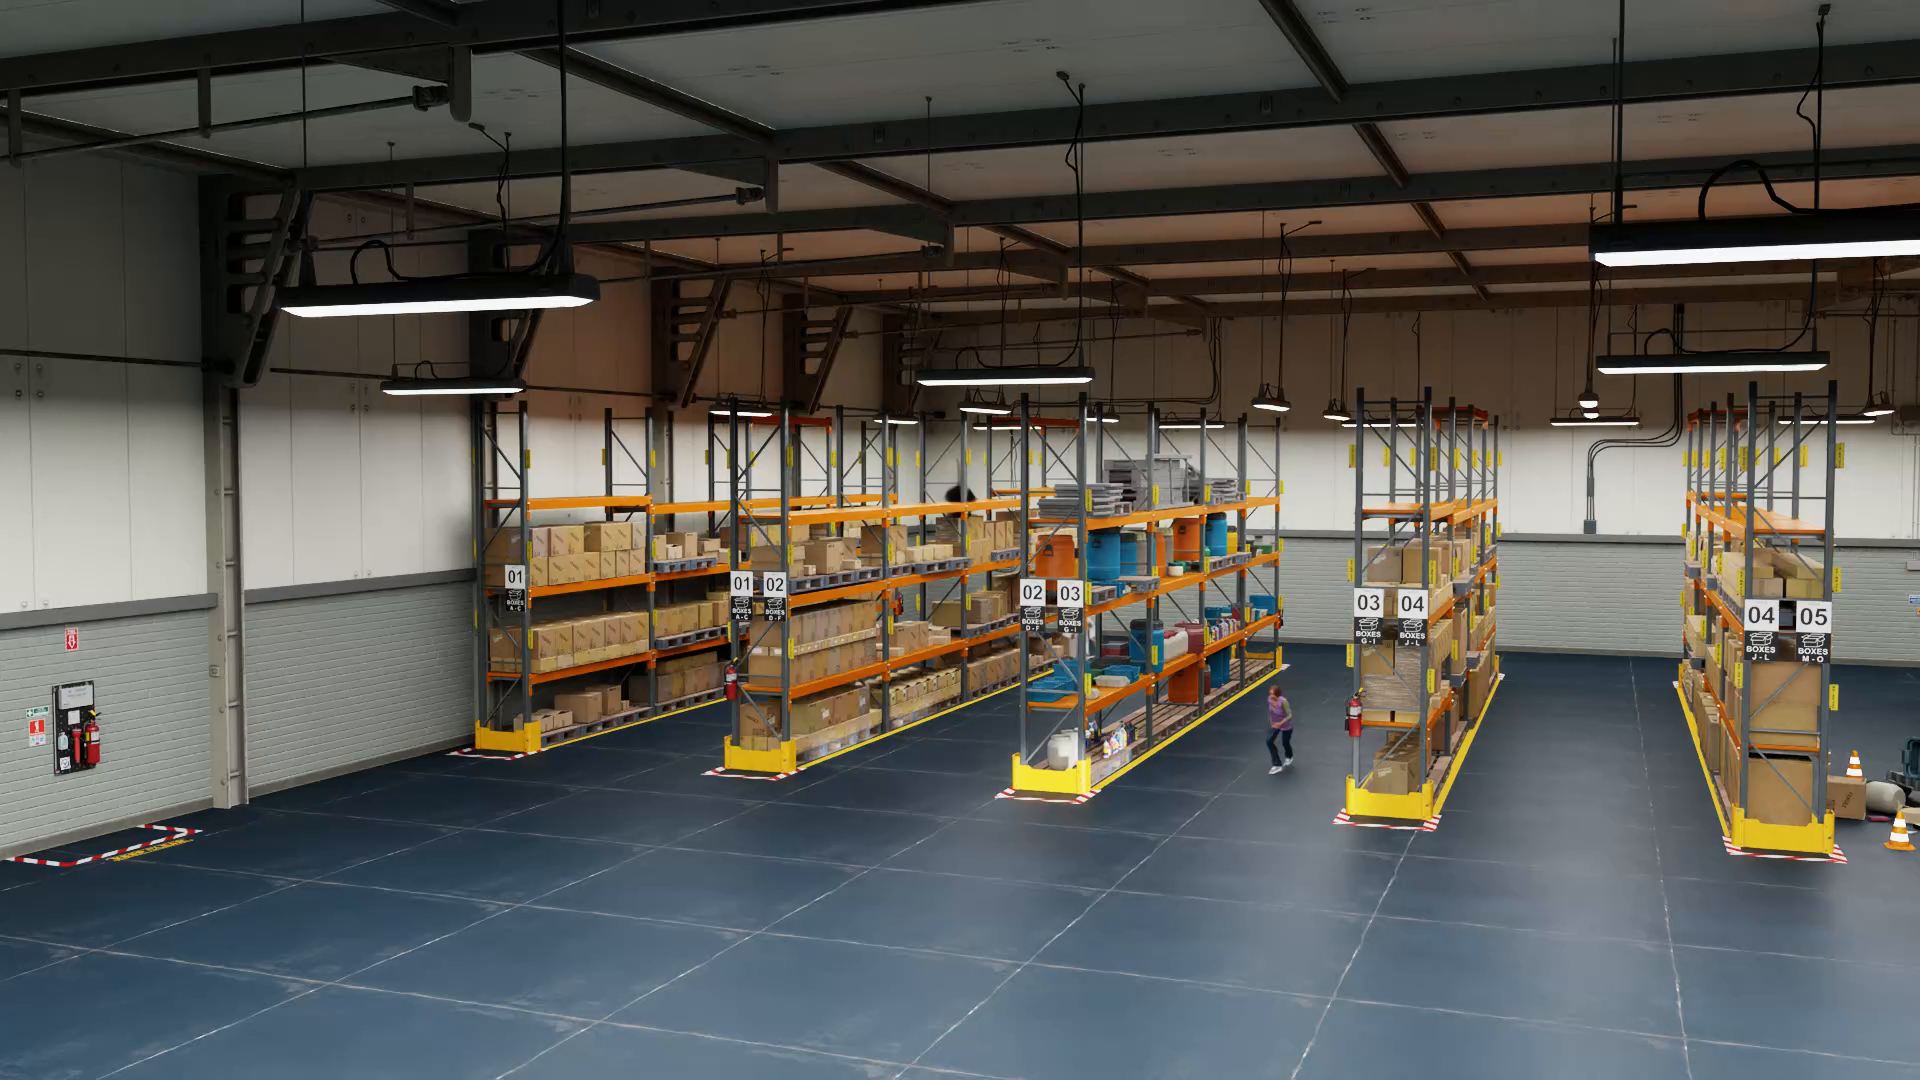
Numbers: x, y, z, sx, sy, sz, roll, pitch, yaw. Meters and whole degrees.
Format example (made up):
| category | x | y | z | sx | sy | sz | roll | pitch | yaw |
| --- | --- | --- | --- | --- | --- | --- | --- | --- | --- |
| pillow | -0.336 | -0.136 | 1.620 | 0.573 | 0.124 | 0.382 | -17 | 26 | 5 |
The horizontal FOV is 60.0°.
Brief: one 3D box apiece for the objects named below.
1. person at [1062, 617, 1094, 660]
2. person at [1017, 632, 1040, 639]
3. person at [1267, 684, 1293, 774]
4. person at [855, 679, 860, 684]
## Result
| category | x | y | z | sx | sy | sz | roll | pitch | yaw |
| --- | --- | --- | --- | --- | --- | --- | --- | --- | --- |
| person | 2.611 | 2.340 | 36.667 | 0.703 | 1.753 | 1.051 | 0 | 3 | 8 |
| person | 1.853 | 2.071 | 43.145 | 0.829 | 1.643 | 0.595 | 1 | 3 | 27 |
| person | 5.166 | 2.979 | 26.527 | 0.529 | 1.405 | 0.981 | 2 | 3 | 36 |
| person | -2.189 | 2.459 | 34.534 | 0.682 | 1.739 | 0.831 | 0 | 3 | 7 |
